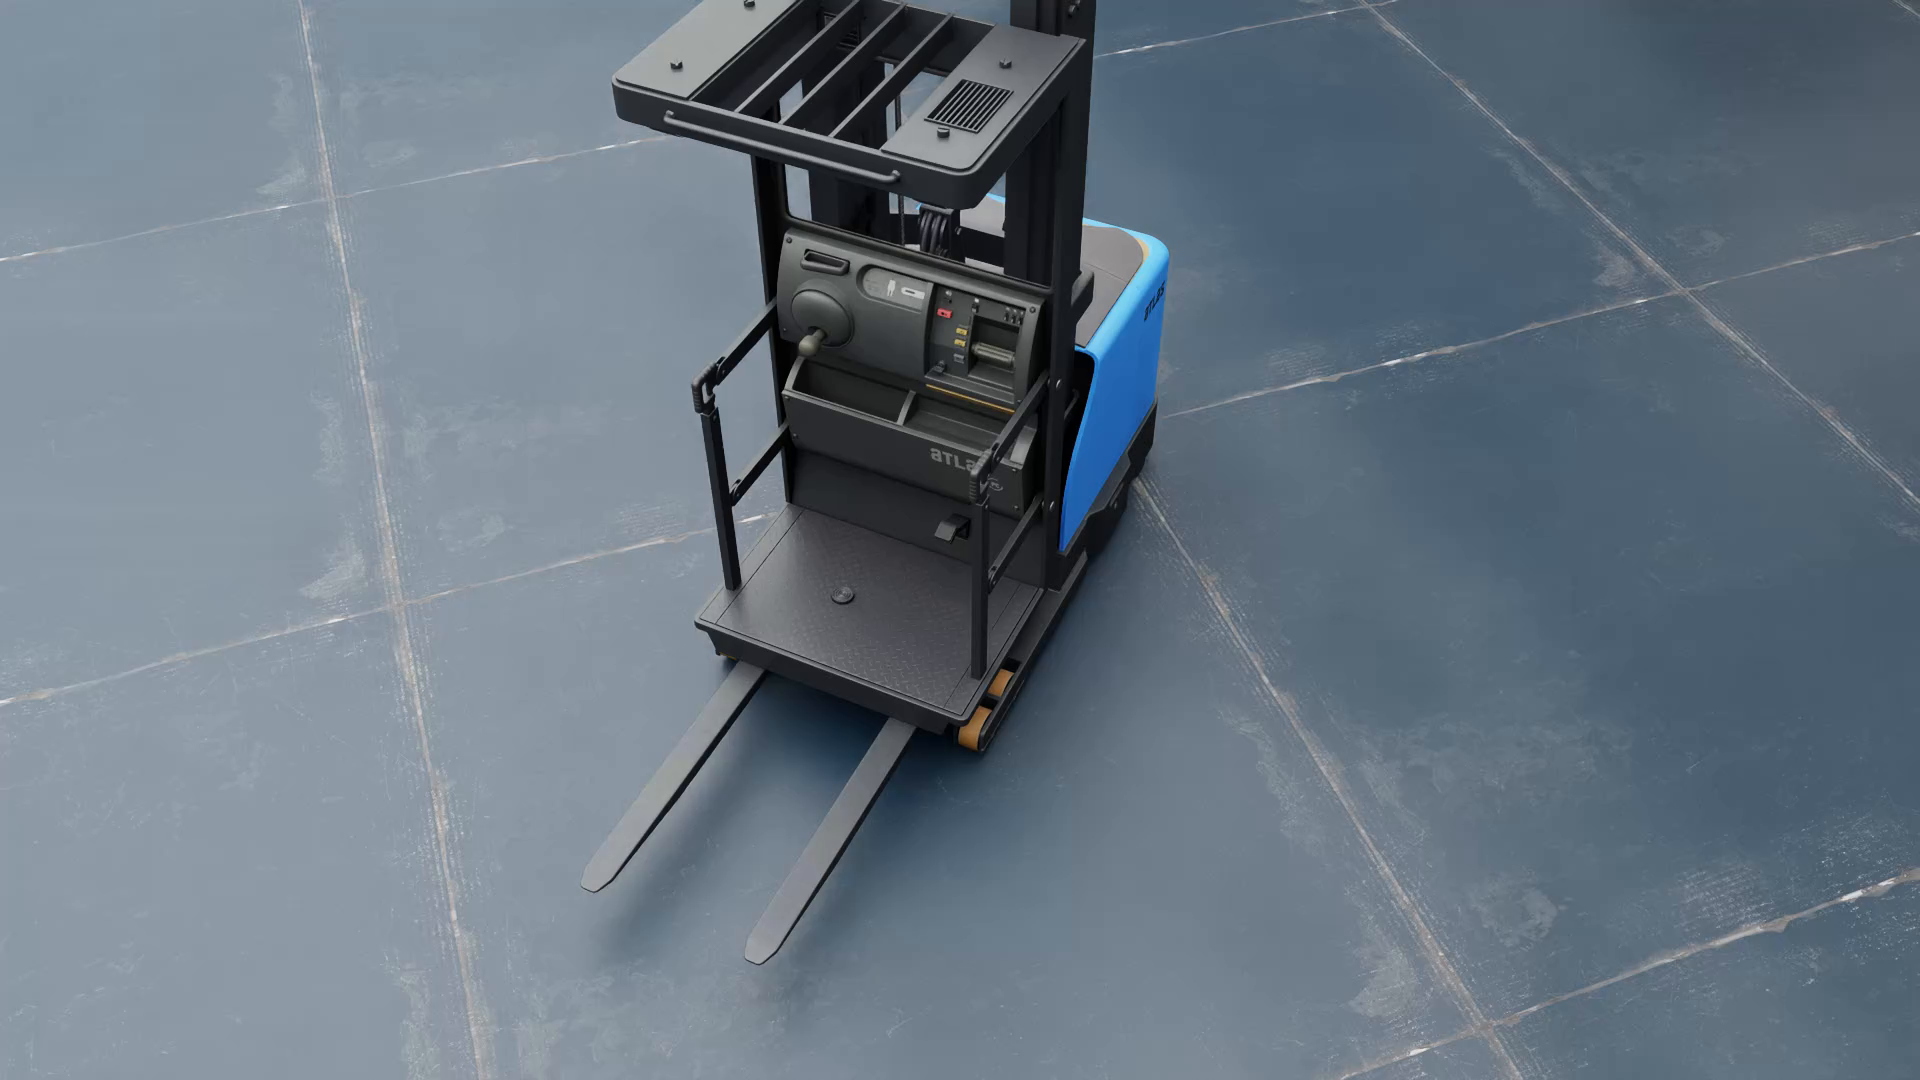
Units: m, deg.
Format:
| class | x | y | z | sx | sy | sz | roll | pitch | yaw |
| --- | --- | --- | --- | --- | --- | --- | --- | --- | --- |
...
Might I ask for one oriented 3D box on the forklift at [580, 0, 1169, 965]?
| class | x | y | z | sx | sy | sz | roll | pitch | yaw |
| --- | --- | --- | --- | --- | --- | --- | --- | --- | --- |
| forklift | -0.268 | -0.635 | 5.314 | 1.130 | 2.935 | 3.031 | 19 | 48 | 18 |
